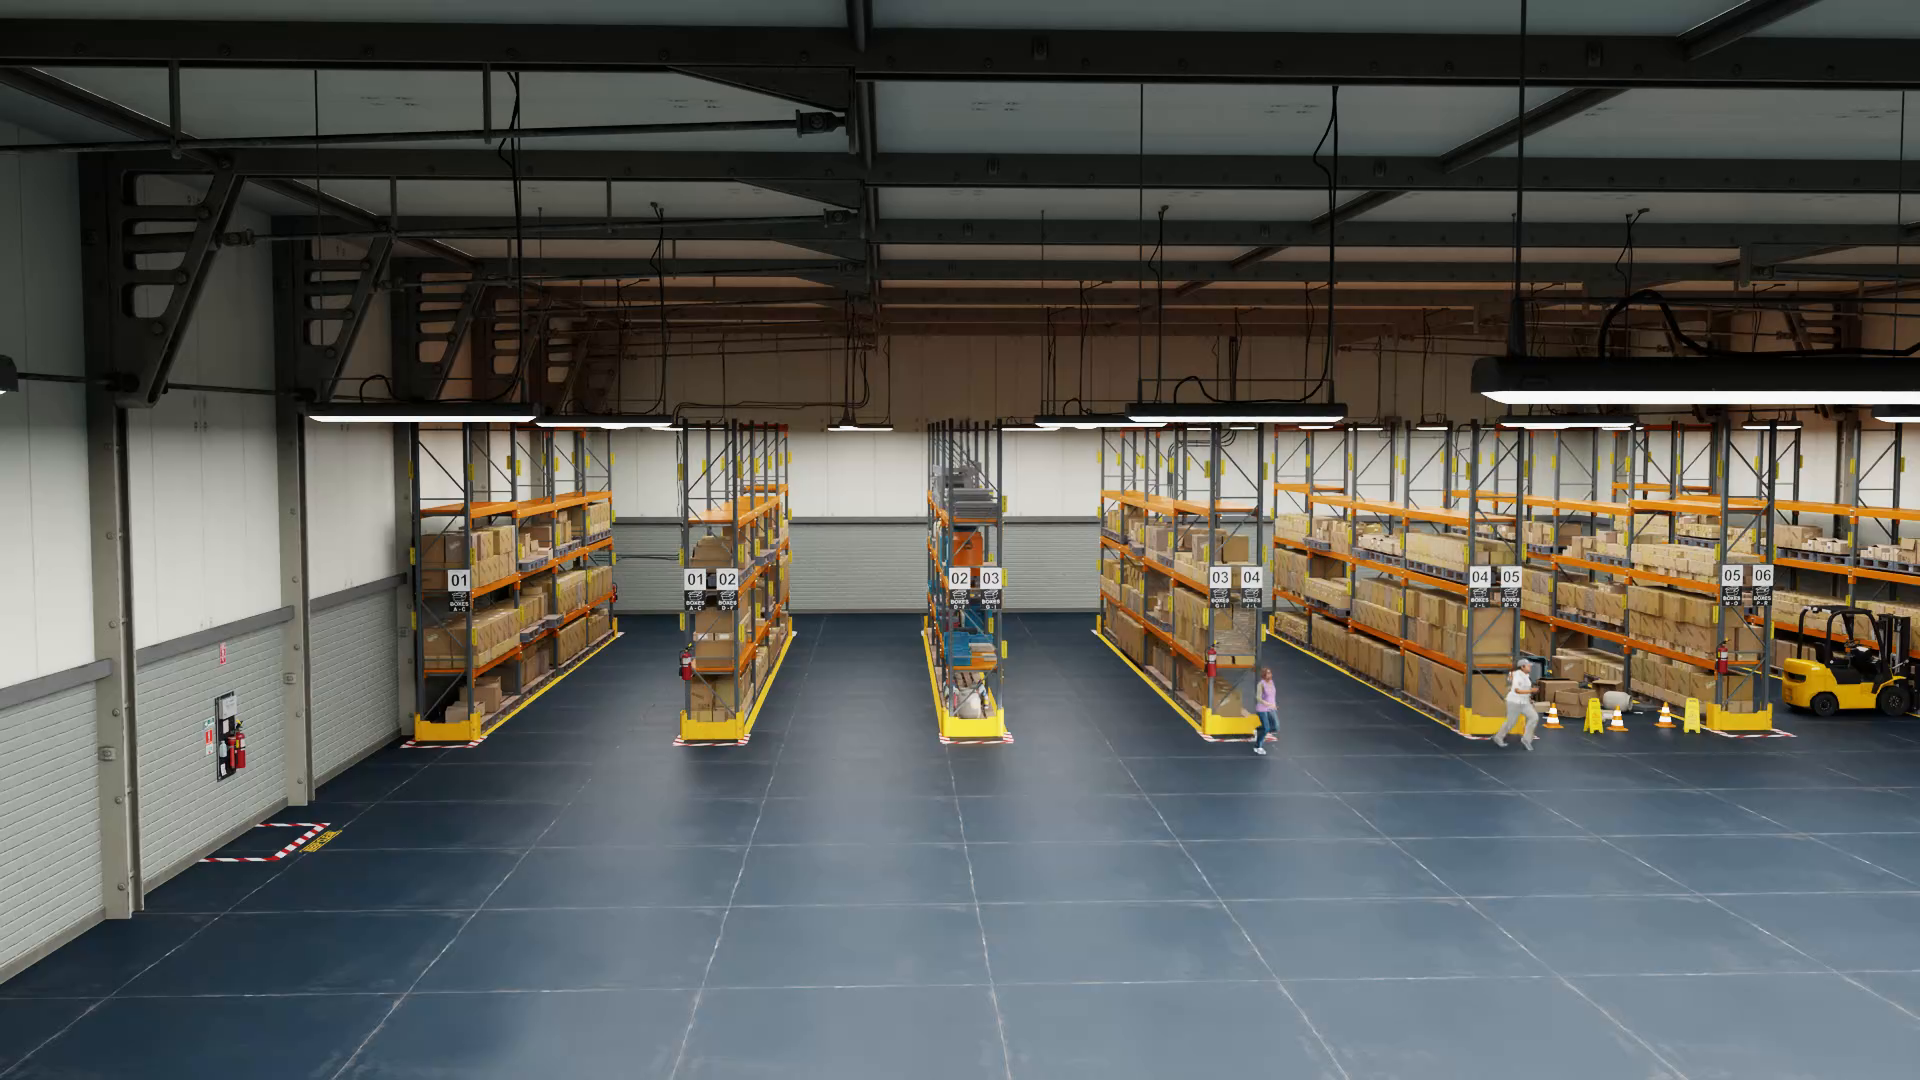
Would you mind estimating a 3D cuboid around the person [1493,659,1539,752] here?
[{"bbox_3d":[10.064,2.979,30.063,0.821,1.696,0.627,3,5,37],"label":"person"}]

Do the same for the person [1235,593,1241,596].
[{"bbox_3d":[7.718,1.870,46.802,0.750,1.717,0.574,1,4,18],"label":"person"}]

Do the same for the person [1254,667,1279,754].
[{"bbox_3d":[5.490,3.051,29.742,0.559,1.561,0.607,-3,5,-40],"label":"person"}]

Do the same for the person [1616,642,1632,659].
[{"bbox_3d":[16.702,2.237,41.846,0.596,1.640,0.644,0,4,-4],"label":"person"}]
